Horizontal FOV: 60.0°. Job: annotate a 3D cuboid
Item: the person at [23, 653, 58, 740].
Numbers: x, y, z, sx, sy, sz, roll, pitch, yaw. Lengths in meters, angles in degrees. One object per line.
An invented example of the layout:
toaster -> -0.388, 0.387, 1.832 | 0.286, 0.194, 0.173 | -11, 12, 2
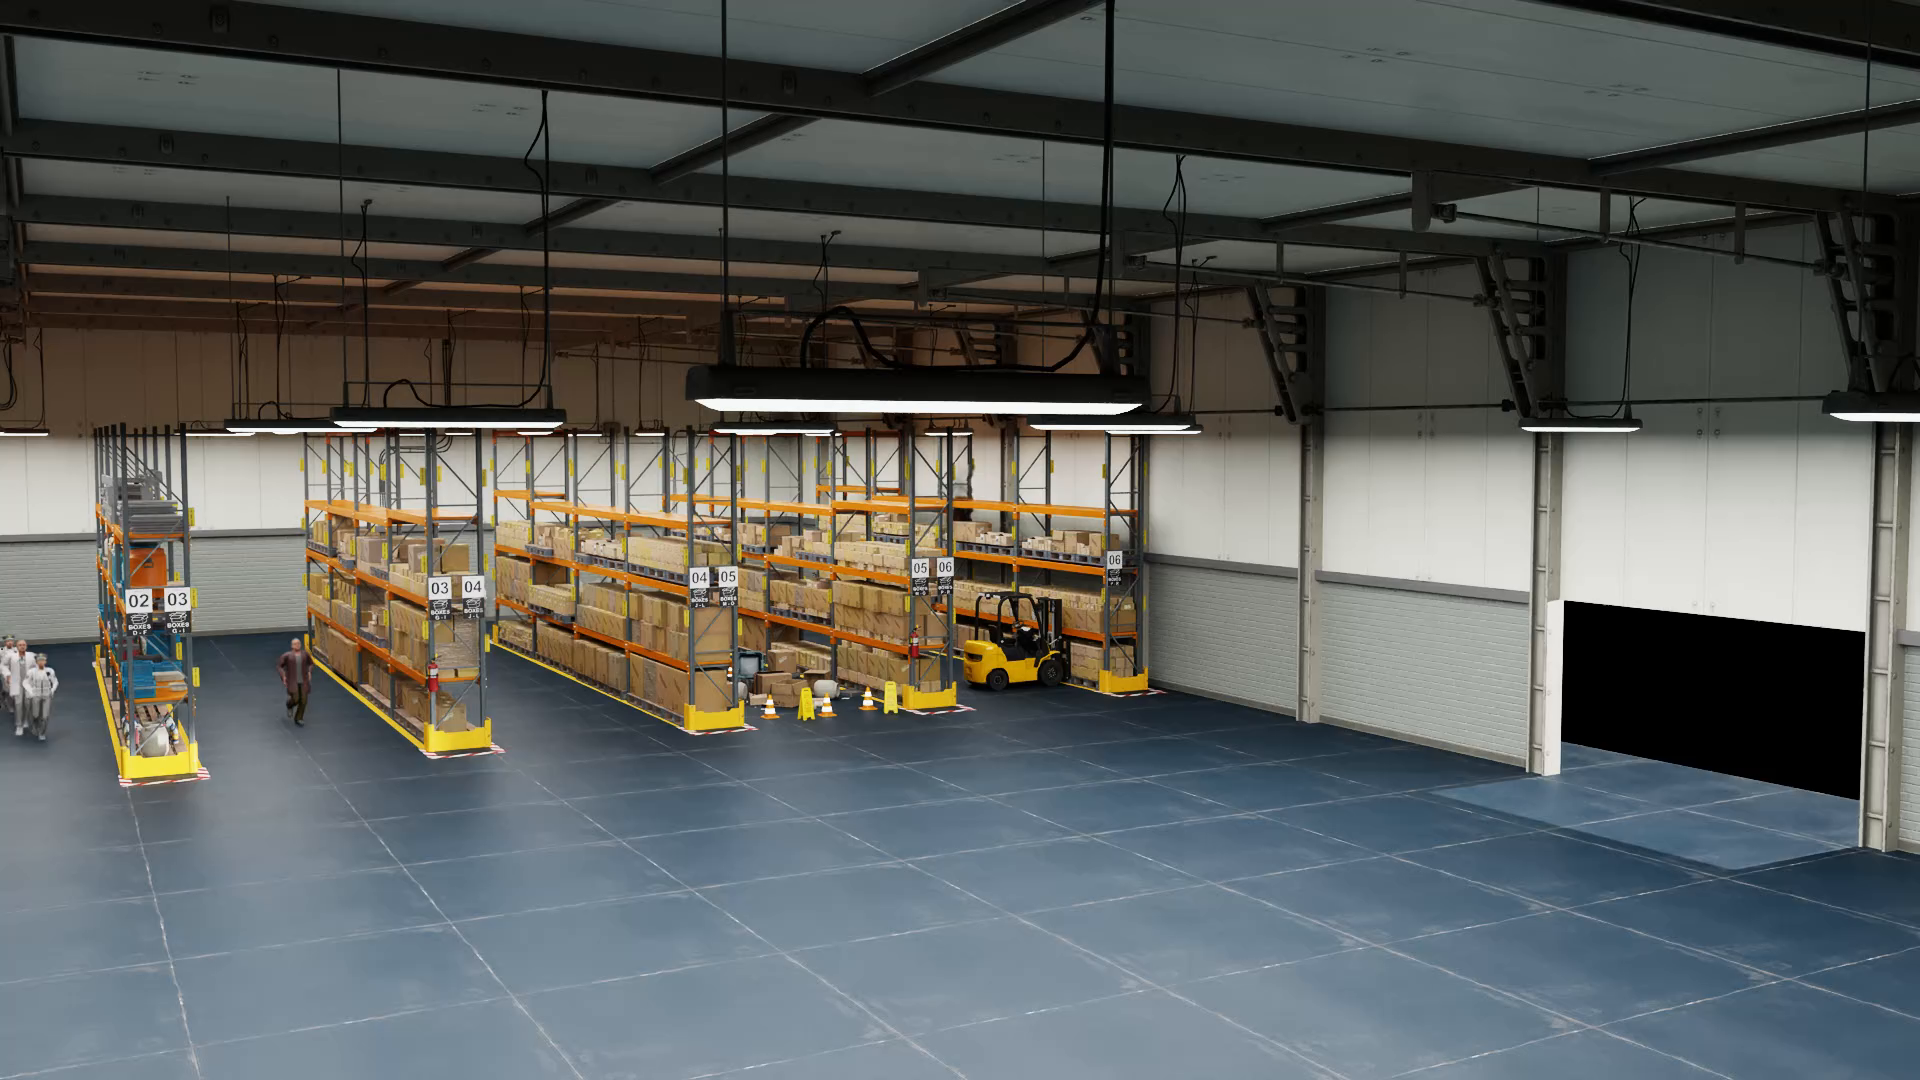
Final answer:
person -> -17.502, 2.975, 31.685 | 0.599, 1.652, 0.539 | -2, 4, -35

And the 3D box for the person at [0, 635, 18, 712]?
person -> -19.913, 2.796, 34.836 | 0.607, 1.639, 0.575 | -3, 4, -37

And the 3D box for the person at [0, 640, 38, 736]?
person -> -18.317, 2.858, 32.500 | 0.701, 1.828, 0.837 | -3, 4, -37

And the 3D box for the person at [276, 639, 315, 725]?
person -> -13.324, 2.842, 33.424 | 0.726, 1.726, 0.631 | -3, 4, -38
